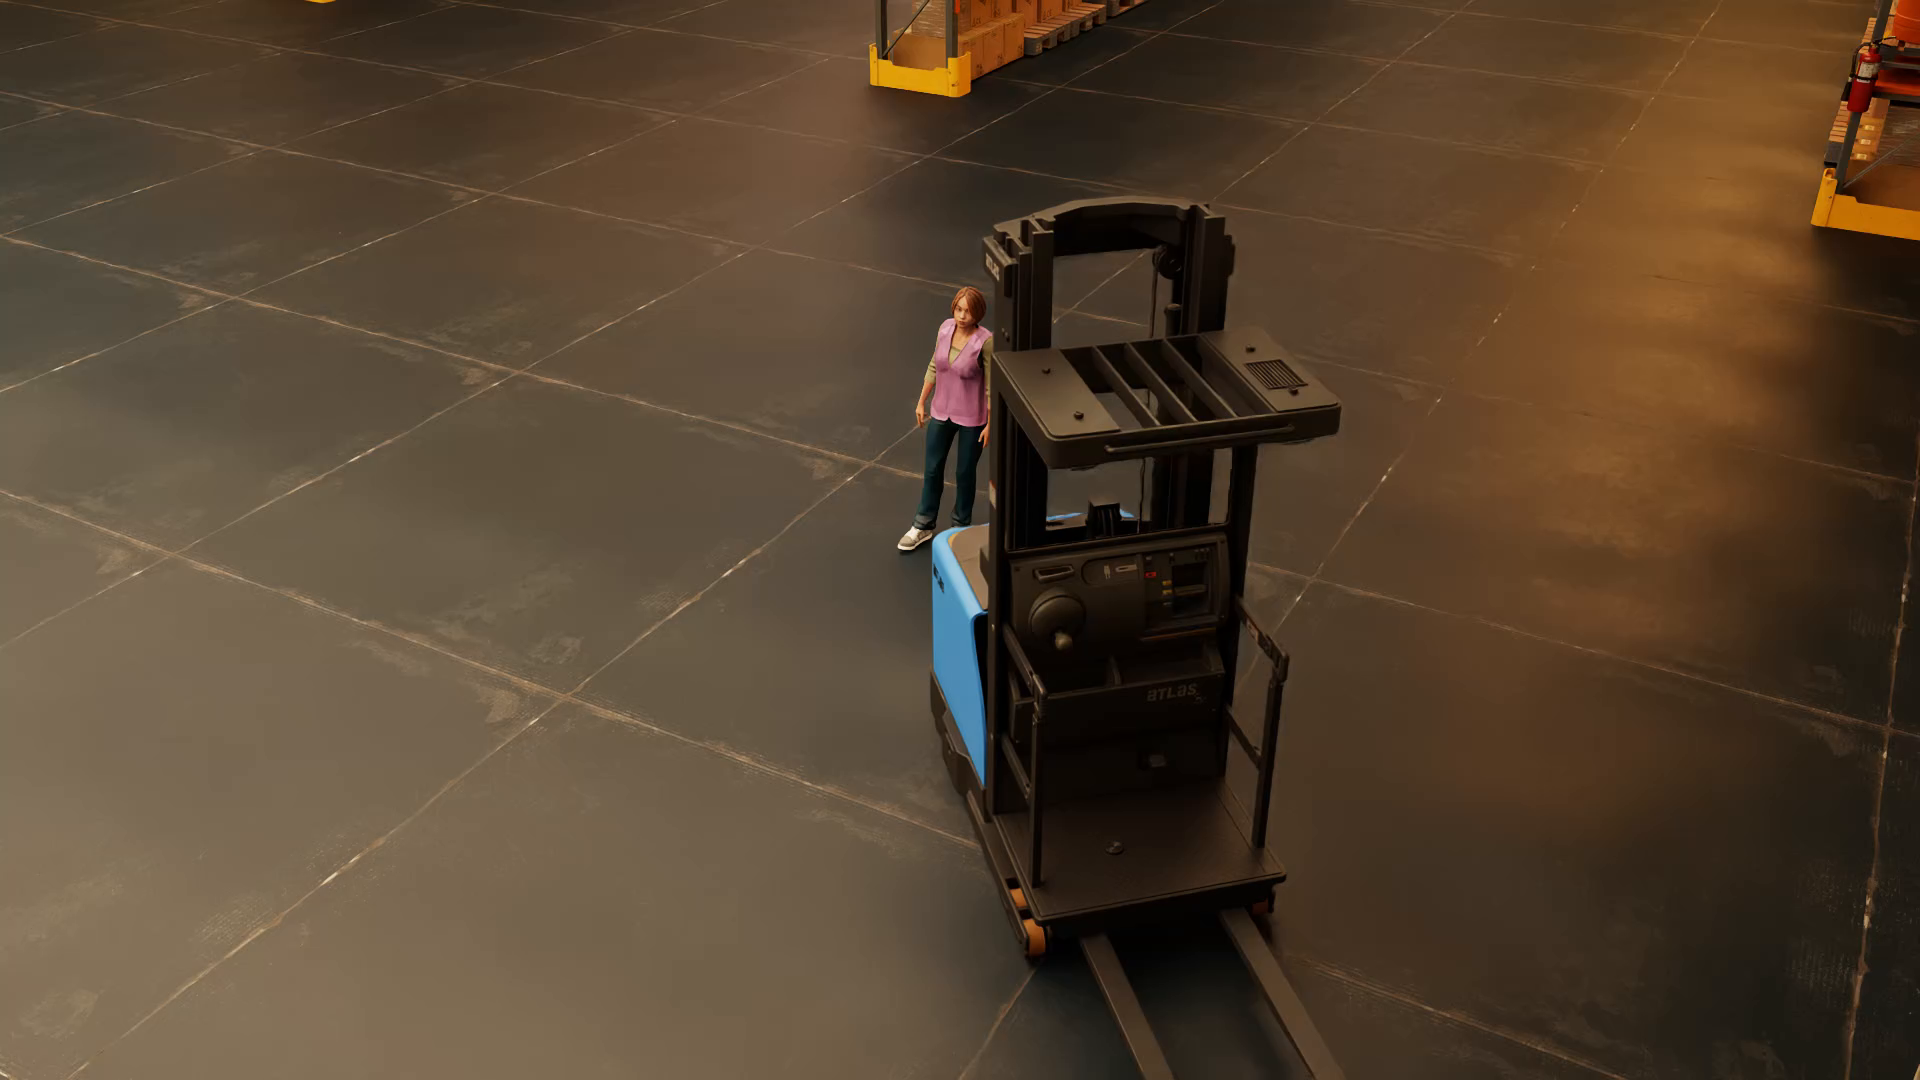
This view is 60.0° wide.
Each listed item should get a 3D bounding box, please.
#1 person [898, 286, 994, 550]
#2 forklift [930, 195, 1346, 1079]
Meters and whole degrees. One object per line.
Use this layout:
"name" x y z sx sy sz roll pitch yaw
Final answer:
"person" -0.048 -0.669 9.550 0.519 1.598 0.475 15 33 25
"forklift" 0.716 0.265 6.611 1.130 2.935 3.031 -7 31 -13
